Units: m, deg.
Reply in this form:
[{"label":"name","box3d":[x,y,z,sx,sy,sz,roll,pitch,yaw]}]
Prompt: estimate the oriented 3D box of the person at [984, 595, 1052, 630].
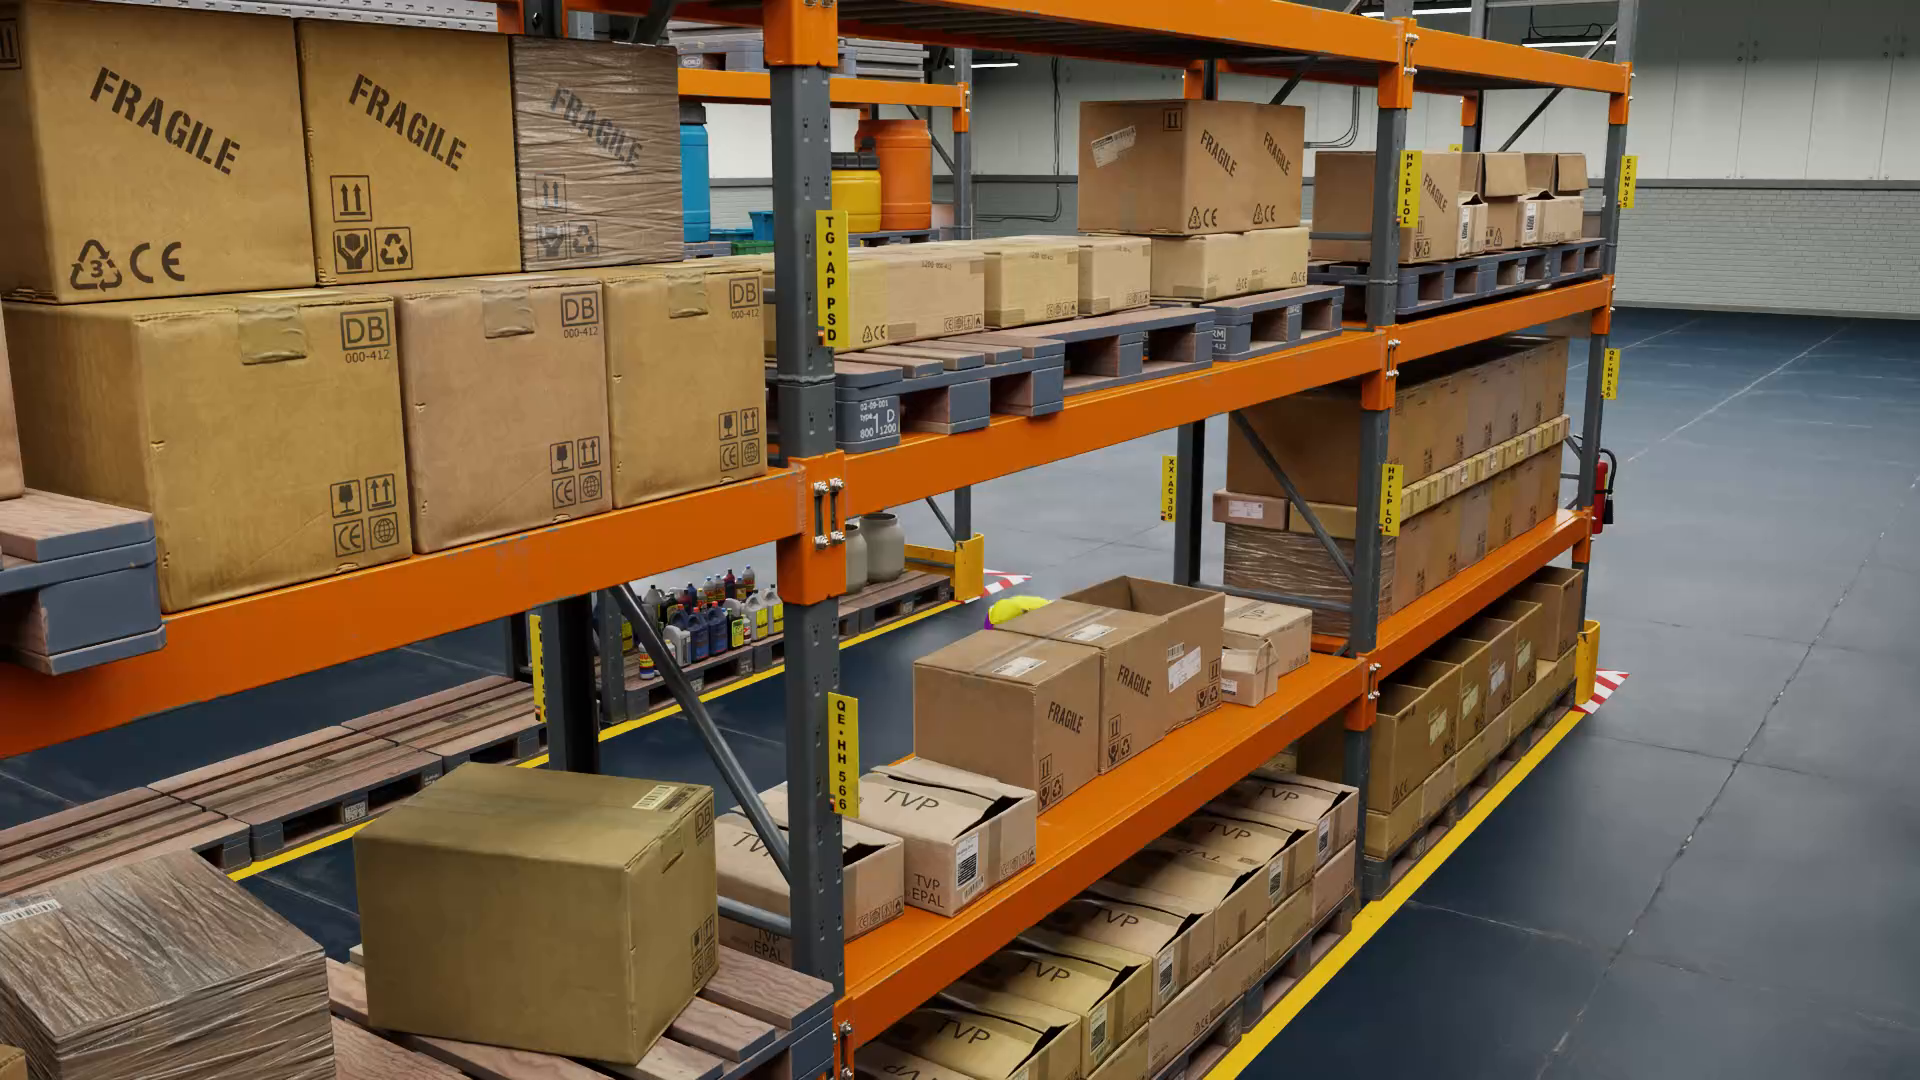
[{"label":"person","box3d":[0.461,0.739,10.956,0.553,0.888,0.916,9,15,33]}]
